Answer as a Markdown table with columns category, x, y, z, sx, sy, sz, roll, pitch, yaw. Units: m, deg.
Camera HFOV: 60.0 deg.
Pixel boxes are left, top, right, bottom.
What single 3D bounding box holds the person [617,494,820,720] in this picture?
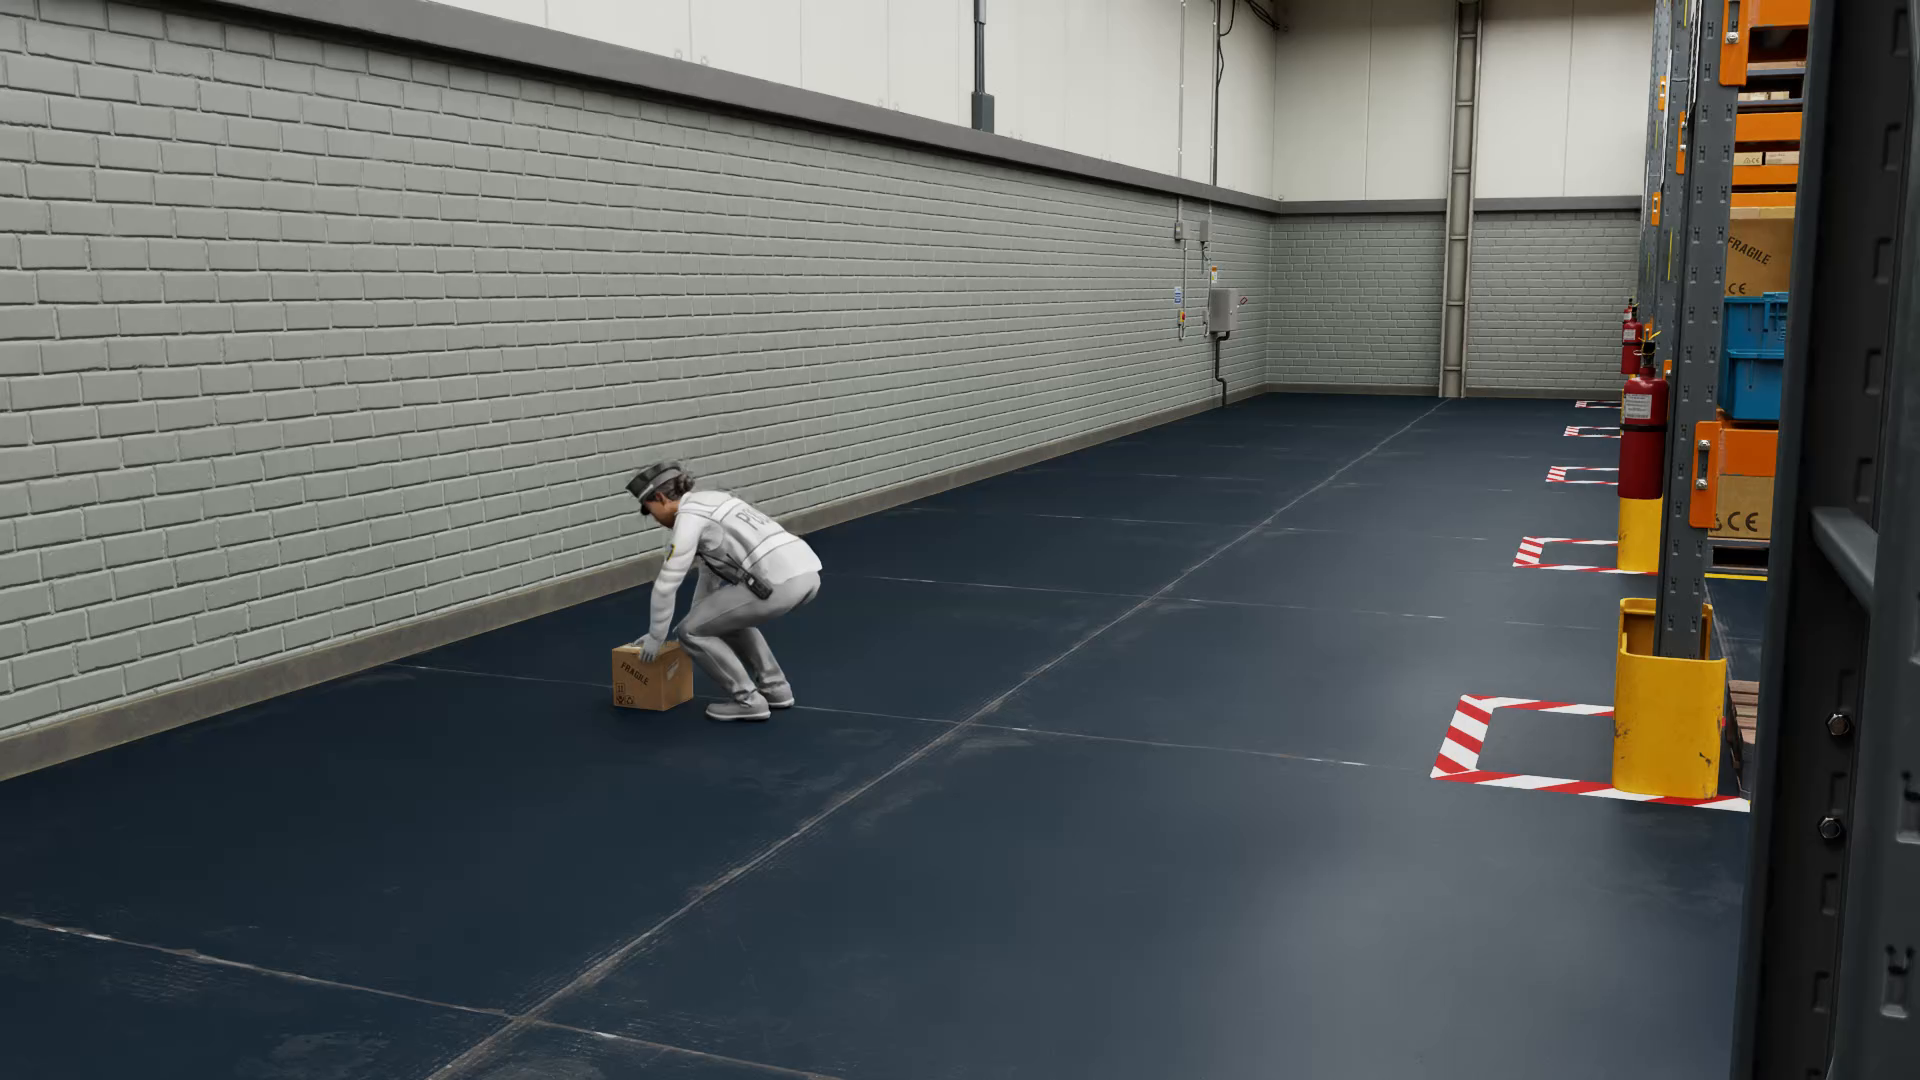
| category | x | y | z | sx | sy | sz | roll | pitch | yaw |
| --- | --- | --- | --- | --- | --- | --- | --- | --- | --- |
| person | -1.024 | 0.273 | 7.019 | 0.853 | 0.929 | 0.491 | 3 | 9 | 21 |
